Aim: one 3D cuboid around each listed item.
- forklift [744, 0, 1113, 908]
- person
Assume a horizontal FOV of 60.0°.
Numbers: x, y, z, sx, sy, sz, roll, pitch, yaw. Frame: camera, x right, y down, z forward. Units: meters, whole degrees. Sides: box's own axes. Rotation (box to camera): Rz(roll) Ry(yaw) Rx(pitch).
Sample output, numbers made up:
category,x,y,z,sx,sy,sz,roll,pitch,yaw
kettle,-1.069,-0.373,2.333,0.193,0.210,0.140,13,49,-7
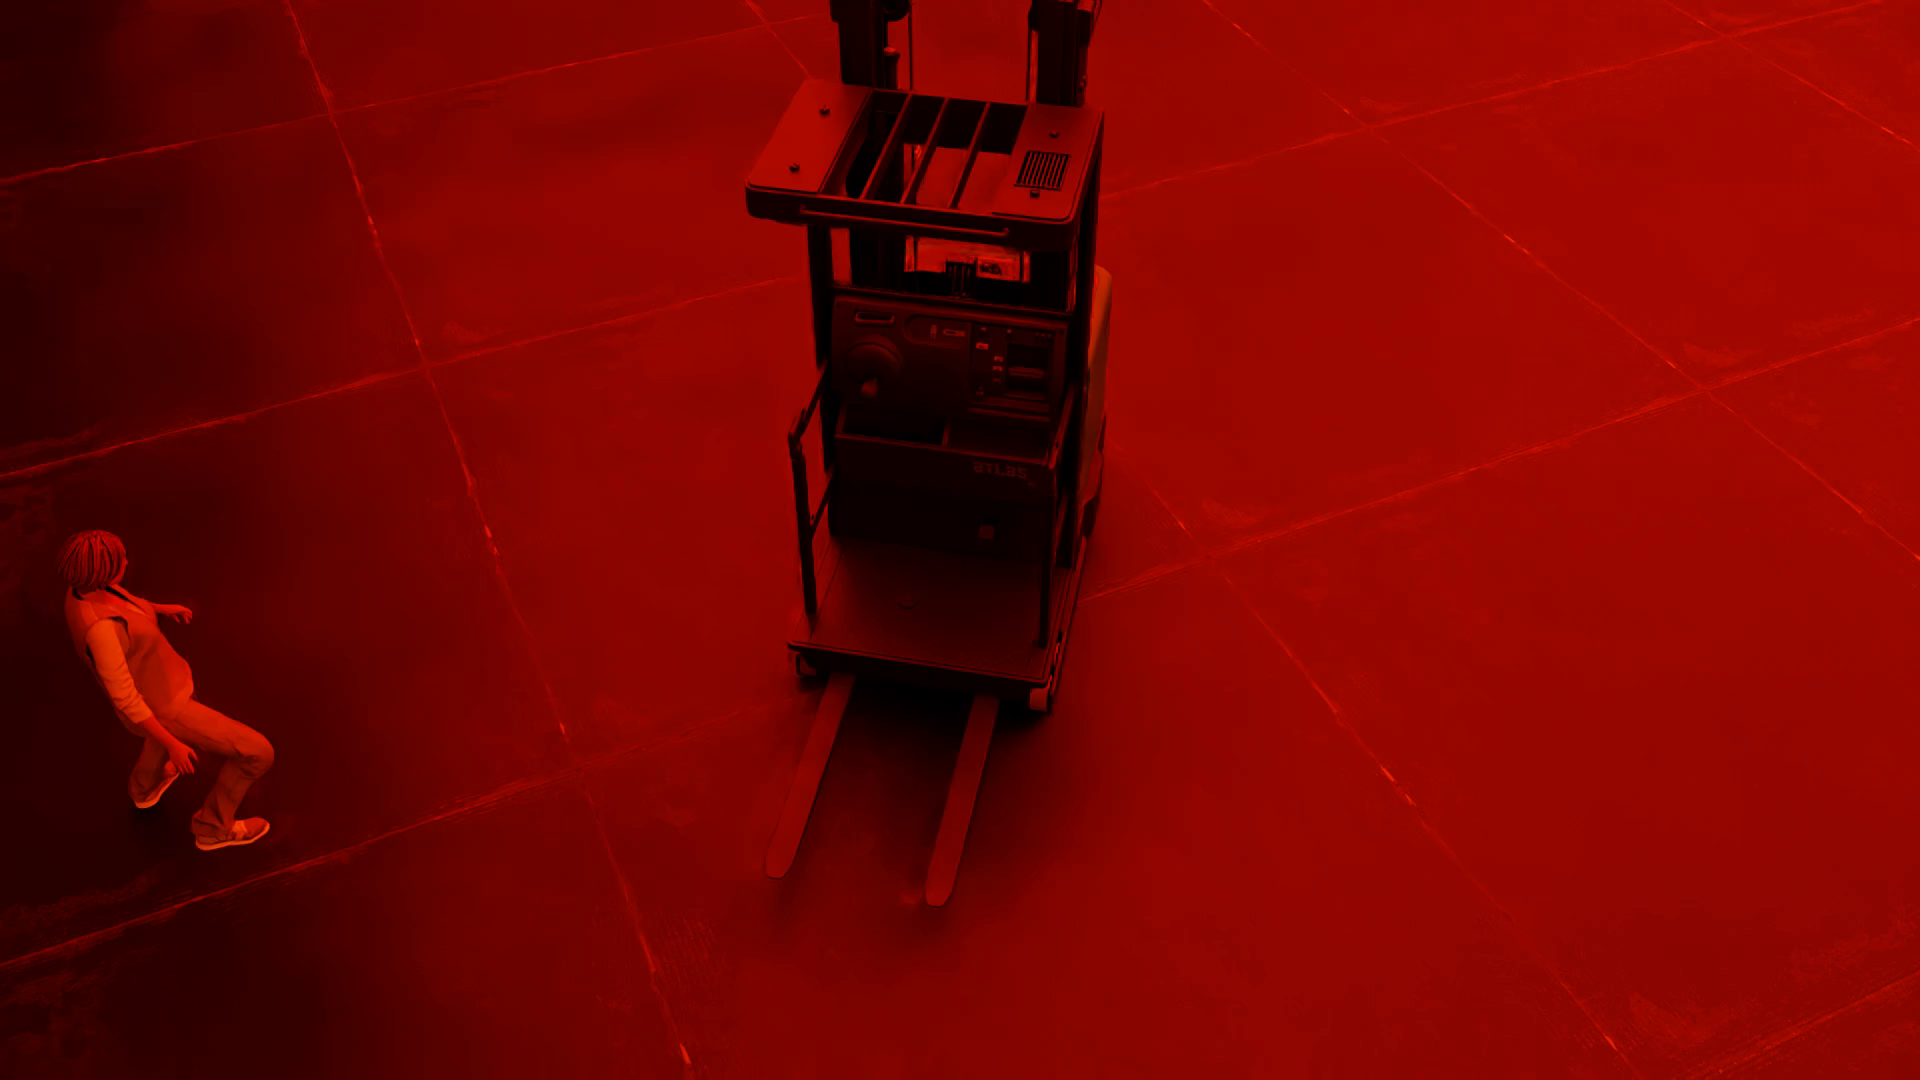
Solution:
category,x,y,z,sx,sy,sz,roll,pitch,yaw
forklift,-0.089,-0.626,6.350,1.130,2.935,3.031,8,44,8
person,-2.974,0.545,6.179,0.574,1.483,0.801,-21,47,-21
